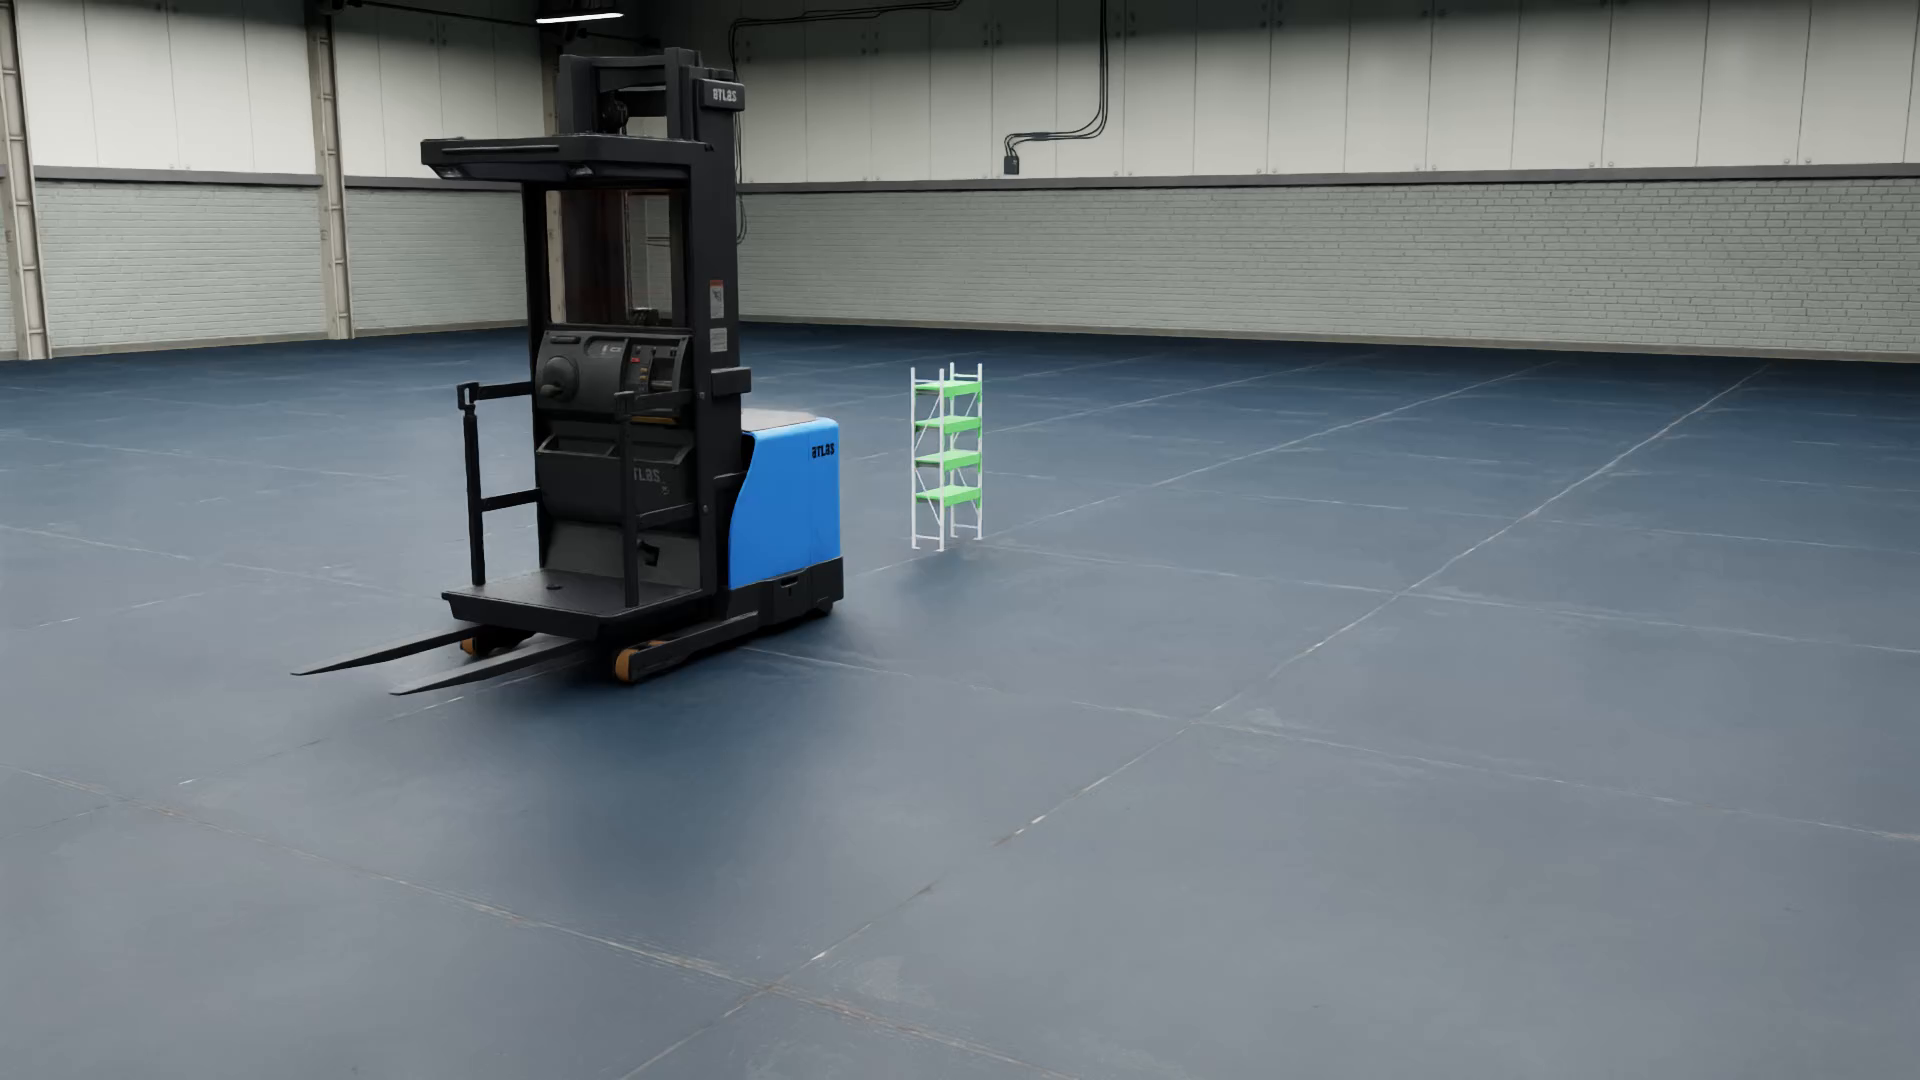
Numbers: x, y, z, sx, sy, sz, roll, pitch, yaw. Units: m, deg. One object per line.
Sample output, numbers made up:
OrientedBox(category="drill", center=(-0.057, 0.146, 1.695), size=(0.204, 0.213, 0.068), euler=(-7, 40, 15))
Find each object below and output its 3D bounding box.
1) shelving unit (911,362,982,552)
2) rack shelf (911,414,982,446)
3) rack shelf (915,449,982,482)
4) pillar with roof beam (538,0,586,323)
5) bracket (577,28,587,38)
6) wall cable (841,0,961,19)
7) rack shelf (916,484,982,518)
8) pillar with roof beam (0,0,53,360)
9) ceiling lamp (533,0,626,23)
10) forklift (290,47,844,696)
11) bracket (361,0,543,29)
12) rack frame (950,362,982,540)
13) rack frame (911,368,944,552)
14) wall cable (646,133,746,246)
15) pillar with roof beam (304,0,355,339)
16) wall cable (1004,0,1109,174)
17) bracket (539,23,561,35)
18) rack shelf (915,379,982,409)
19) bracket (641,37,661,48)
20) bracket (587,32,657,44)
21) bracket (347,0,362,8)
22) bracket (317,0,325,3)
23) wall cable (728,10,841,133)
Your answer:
OrientedBox(category="shelving unit", center=(-0.086, -0.564, 11.119), size=(0.258, 1.200, 0.503), euler=(6, 12, 31))
OrientedBox(category="rack shelf", center=(-0.086, -0.737, 11.087), size=(0.258, 0.148, 0.480), euler=(6, 12, 31))
OrientedBox(category="rack shelf", center=(-0.086, -0.501, 11.131), size=(0.258, 0.148, 0.480), euler=(6, 12, 31))
OrientedBox(category="pillar with roof beam", center=(-5.184, -8.853, 34.201), size=(9.100, 9.000, 0.548), euler=(6, 12, 31))
OrientedBox(category="bracket", center=(-8.344, -11.064, 36.234), size=(0.235, 0.232, 0.430), euler=(6, 12, 31))
OrientedBox(category="wall cable", center=(-1.246, -12.239, 34.640), size=(3.097, 2.526, 0.112), euler=(6, 12, 31))
OrientedBox(category="rack shelf", center=(-0.086, -0.265, 11.175), size=(0.258, 0.148, 0.480), euler=(6, 12, 31))
OrientedBox(category="pillar with roof beam", center=(-11.414, -6.965, 24.120), size=(9.100, 9.000, 0.400), euler=(6, 12, 31))
OrientedBox(category="ceiling lamp", center=(-6.810, -11.072, 30.190), size=(2.000, 3.185, 0.800), euler=(6, 12, 31))
OrientedBox(category="forklift", center=(-1.822, -0.863, 8.012), size=(1.130, 2.935, 3.031), euler=(6, 12, 30))
OrientedBox(category="bracket", center=(-10.113, -10.529, 33.372), size=(0.076, 0.066, 4.783), euler=(6, 12, 31))
OrientedBox(category="rack frame", center=(0.041, -0.602, 11.324), size=(0.240, 1.200, 0.015), euler=(6, 12, 31))
OrientedBox(category="rack frame", center=(-0.213, -0.525, 10.914), size=(0.240, 1.200, 0.015), euler=(6, 12, 31))
OrientedBox(category="wall cable", center=(-6.203, -8.075, 38.483), size=(3.097, 2.526, 0.112), euler=(6, 12, 31))
OrientedBox(category="pillar with roof beam", center=(-8.299, -7.909, 29.160), size=(9.100, 9.000, 0.548), euler=(6, 12, 31))
OrientedBox(category="wall cable", center=(1.902, -10.363, 33.027), size=(2.305, 6.003, 0.169), euler=(6, 12, 31))
OrientedBox(category="bracket", center=(-8.775, -10.934, 35.536), size=(0.235, 0.232, 0.430), euler=(6, 12, 31))
OrientedBox(category="rack shelf", center=(-0.086, -0.973, 11.043), size=(0.258, 0.148, 0.480), euler=(6, 12, 31))
OrientedBox(category="bracket", center=(-7.114, -11.437, 38.225), size=(0.235, 0.232, 0.430), euler=(6, 12, 31))
OrientedBox(category="bracket", center=(-7.420, -11.344, 37.728), size=(0.076, 0.066, 3.189), euler=(6, 12, 31))
OrientedBox(category="bracket", center=(-11.459, -10.121, 31.193), size=(0.235, 0.232, 0.430), euler=(6, 12, 31))
OrientedBox(category="bracket", center=(-11.890, -9.990, 30.496), size=(0.235, 0.232, 0.430), euler=(6, 12, 31))
OrientedBox(category="wall cable", center=(-3.891, -10.299, 36.638), size=(3.097, 2.526, 0.112), euler=(6, 12, 31))
